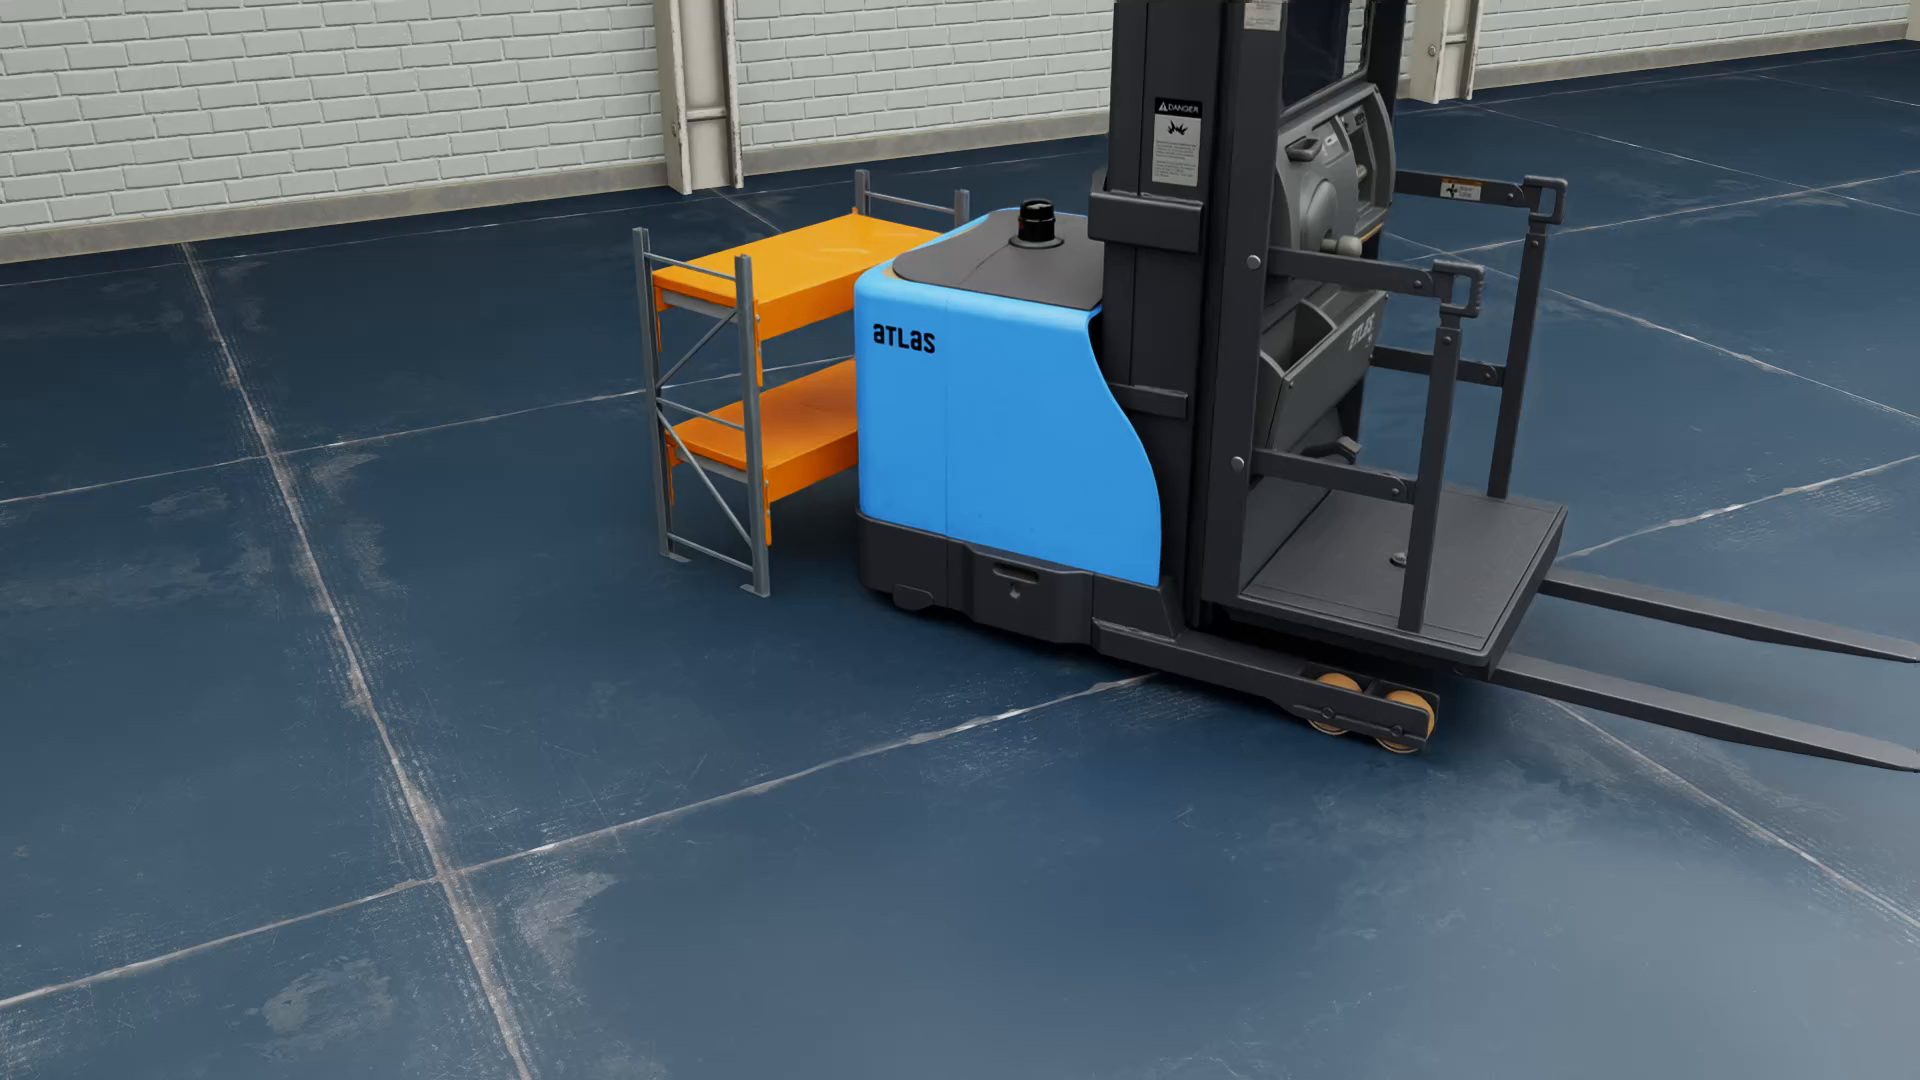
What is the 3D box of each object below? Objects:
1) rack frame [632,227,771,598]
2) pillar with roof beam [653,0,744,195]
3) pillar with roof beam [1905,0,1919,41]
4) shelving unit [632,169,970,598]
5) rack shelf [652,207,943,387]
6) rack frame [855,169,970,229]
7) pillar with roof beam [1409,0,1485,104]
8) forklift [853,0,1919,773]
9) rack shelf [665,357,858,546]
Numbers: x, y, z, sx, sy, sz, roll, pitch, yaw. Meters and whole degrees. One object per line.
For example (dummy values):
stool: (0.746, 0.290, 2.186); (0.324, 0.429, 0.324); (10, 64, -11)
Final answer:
rack frame: (-0.816, -0.393, 5.269); (0.500, 1.125, 0.032); (20, 32, 35)
pillar with roof beam: (0.442, -4.616, 4.967); (0.400, 9.000, 9.100); (-13, 29, -25)
pillar with roof beam: (11.031, -7.060, 10.057); (0.400, 9.000, 9.100); (-13, 29, -25)
shelving unit: (-0.493, -0.563, 5.622); (0.538, 1.125, 1.048); (20, 32, 35)
rack shelf: (-0.493, -0.827, 5.496); (0.538, 0.278, 1.000); (20, 32, 35)
rack frame: (-0.170, -0.733, 5.976); (0.500, 1.125, 0.032); (20, 32, 35)
pillar with roof beam: (5.736, -5.838, 7.512); (0.400, 9.000, 9.100); (-13, 29, -25)
forklift: (1.207, -1.002, 4.451); (3.031, 2.935, 1.130); (14, 29, 26)
rack shelf: (-0.493, -0.342, 5.728); (0.538, 0.278, 1.000); (20, 32, 35)
